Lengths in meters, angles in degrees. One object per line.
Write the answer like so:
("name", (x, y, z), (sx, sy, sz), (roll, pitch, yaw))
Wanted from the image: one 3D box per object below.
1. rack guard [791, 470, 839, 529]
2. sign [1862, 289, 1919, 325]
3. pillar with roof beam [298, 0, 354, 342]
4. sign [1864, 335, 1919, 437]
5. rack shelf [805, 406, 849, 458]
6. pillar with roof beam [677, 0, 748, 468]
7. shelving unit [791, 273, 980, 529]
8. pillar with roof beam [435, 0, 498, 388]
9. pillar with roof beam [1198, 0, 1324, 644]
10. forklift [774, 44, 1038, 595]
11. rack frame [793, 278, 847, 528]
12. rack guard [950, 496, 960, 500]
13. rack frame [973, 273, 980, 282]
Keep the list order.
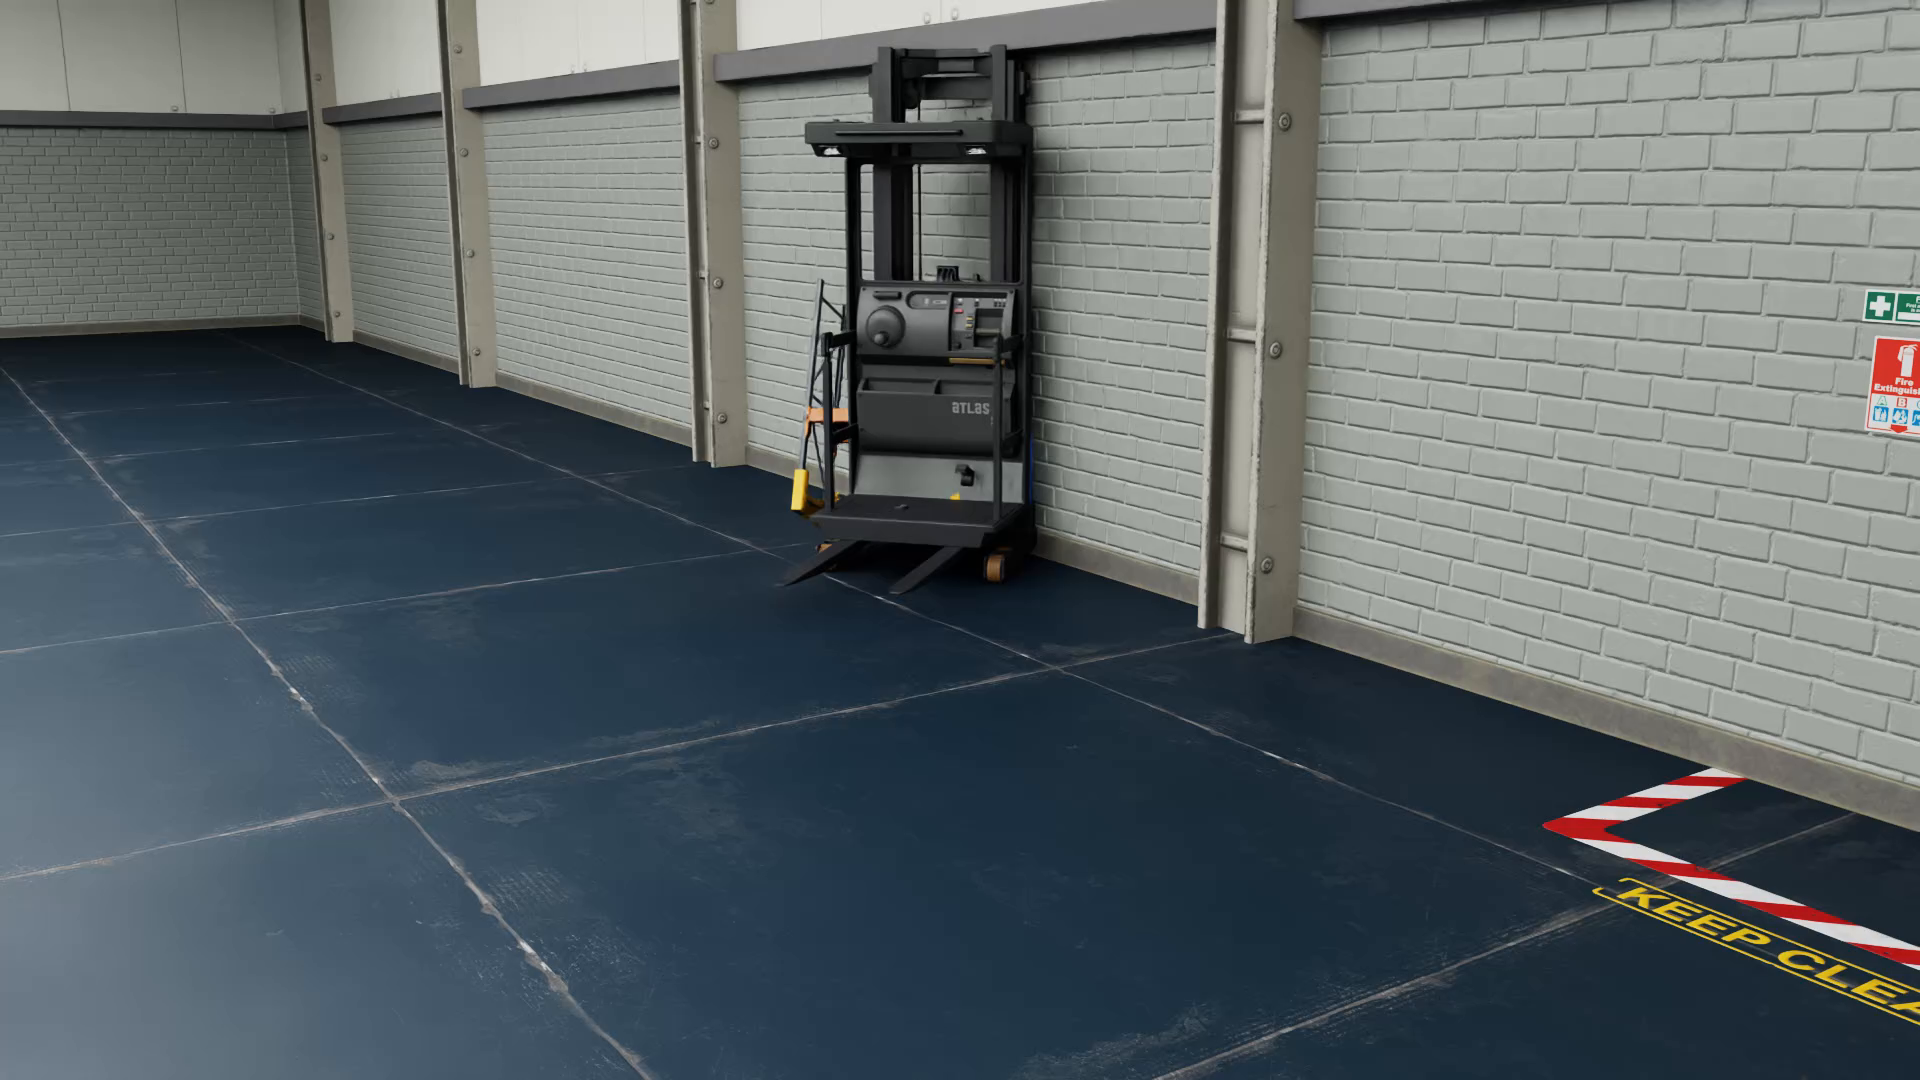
("rack guard", (-0.899, -0.241, 10.349), (0.087, 0.250, 0.587), (1, -12, 17))
("sign", (3.192, -0.776, 5.567), (0.001, 0.109, 0.331), (-8, 15, -33))
("pillar with roof beam", (-12.127, -6.637, 19.647), (9.100, 9.000, 0.400), (-8, 15, -33))
("sign", (3.196, -0.519, 5.632), (0.001, 0.329, 0.234), (-8, 15, -33))
("rack shelf", (-0.396, -0.667, 10.298), (1.000, 0.185, 0.538), (1, -12, 17))
("pillar with roof beam", (-5.478, -4.503, 9.888), (9.100, 9.000, 0.400), (-8, 15, -33))
("shelving unit", (-0.373, -0.843, 10.332), (1.083, 1.500, 0.587), (1, -12, 17))
("pillar with roof beam", (-8.802, -5.570, 14.767), (9.100, 9.000, 0.400), (-8, 15, -33))
("pillar with roof beam", (-2.154, -3.436, 5.008), (9.100, 9.000, 0.400), (-8, 15, -33))
("forklift", (-0.197, -1.283, 9.368), (1.130, 2.935, 3.031), (3, 13, 15))
("rack frame", (-0.868, -0.851, 10.483), (0.032, 1.500, 0.500), (1, -12, 17))
("rack guard", (0.054, -0.225, 10.059), (0.087, 0.250, 0.587), (1, -12, 17))
("rack frame", (0.105, -0.834, 10.186), (0.032, 1.500, 0.500), (1, -12, 17))
